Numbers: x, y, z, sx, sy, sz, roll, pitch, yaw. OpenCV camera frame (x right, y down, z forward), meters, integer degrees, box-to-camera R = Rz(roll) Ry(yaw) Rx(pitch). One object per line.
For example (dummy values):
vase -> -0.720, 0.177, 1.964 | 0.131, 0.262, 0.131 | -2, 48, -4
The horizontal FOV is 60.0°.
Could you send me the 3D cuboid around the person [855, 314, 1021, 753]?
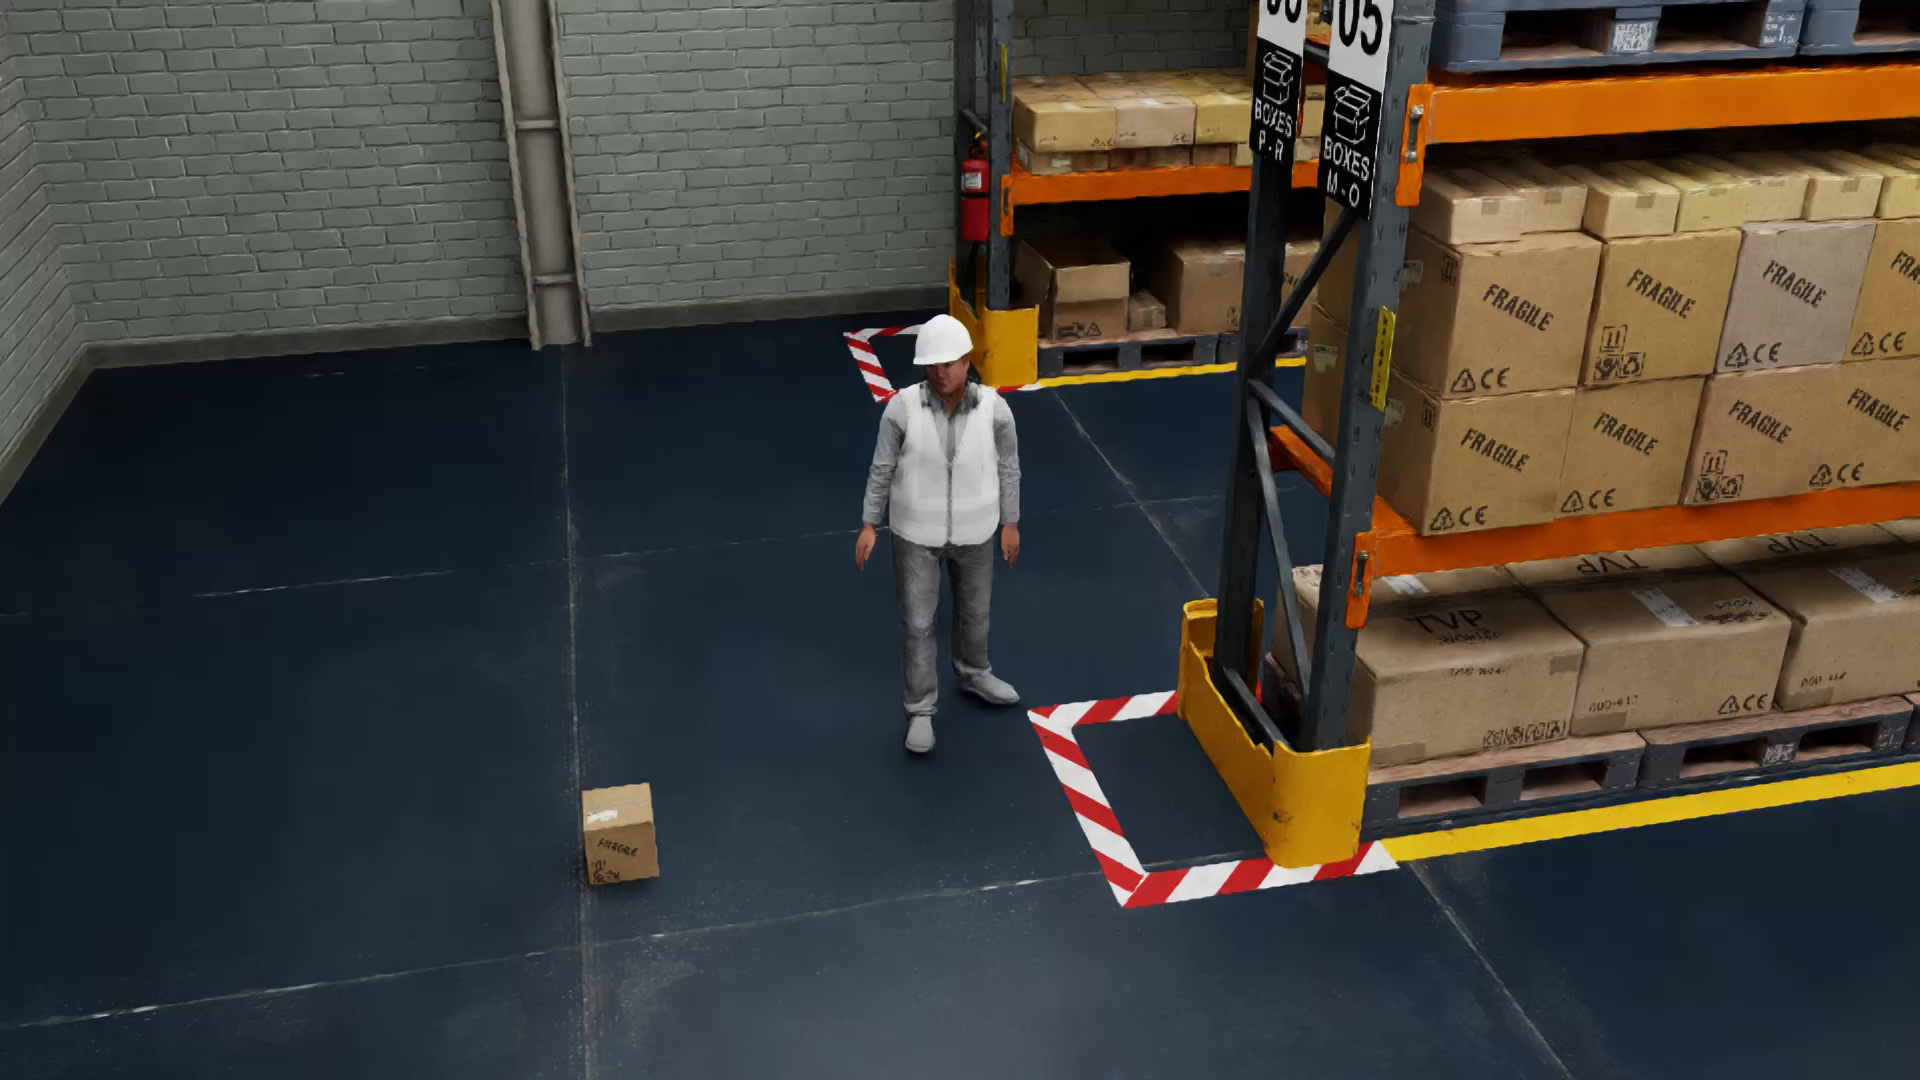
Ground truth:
person -> -0.075, -0.032, 6.623 | 0.689, 1.774, 0.577 | -4, 27, -8
